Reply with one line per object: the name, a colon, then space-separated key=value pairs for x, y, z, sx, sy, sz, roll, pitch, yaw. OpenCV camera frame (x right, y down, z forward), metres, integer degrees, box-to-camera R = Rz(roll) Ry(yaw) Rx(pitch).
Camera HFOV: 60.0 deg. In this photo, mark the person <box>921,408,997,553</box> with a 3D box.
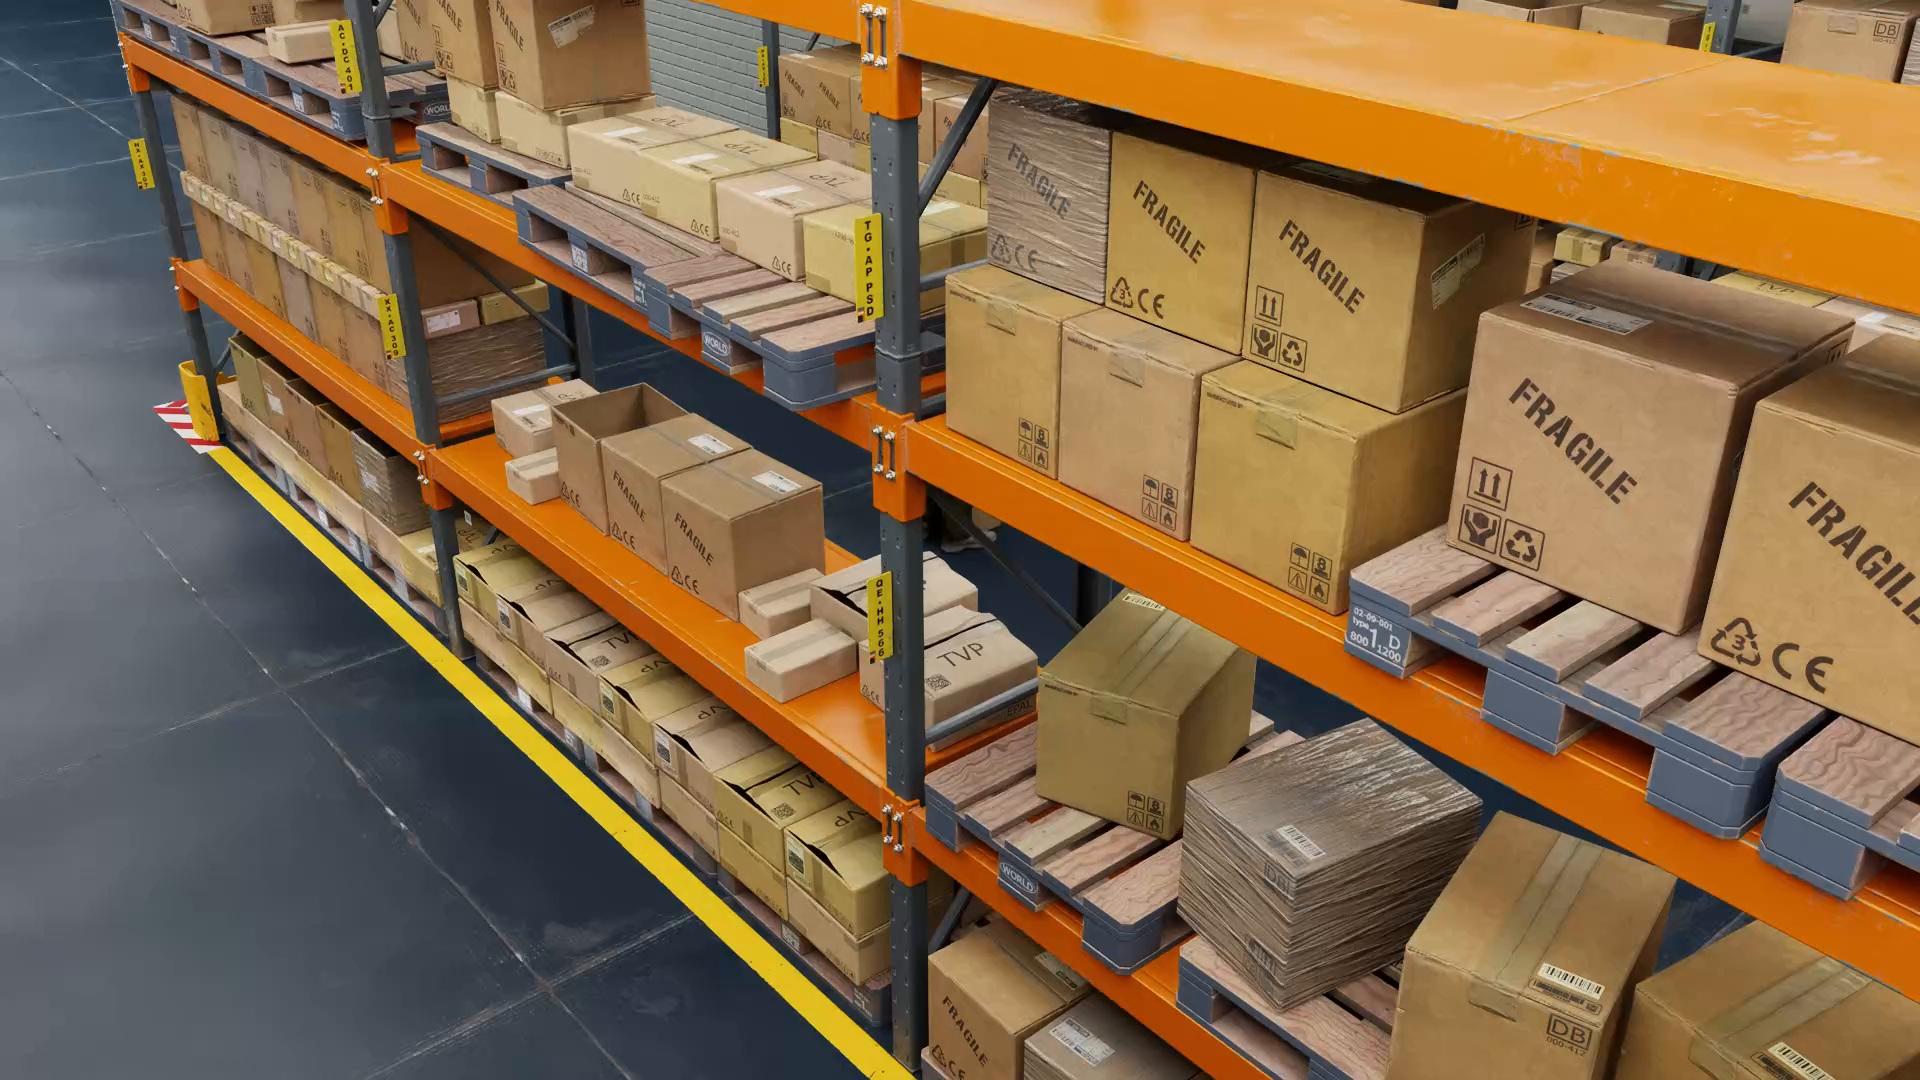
person: x=-0.107 y=-0.760 z=10.202 sx=0.424 sy=1.658 sz=0.653 roll=-24 pitch=36 yaw=-38
